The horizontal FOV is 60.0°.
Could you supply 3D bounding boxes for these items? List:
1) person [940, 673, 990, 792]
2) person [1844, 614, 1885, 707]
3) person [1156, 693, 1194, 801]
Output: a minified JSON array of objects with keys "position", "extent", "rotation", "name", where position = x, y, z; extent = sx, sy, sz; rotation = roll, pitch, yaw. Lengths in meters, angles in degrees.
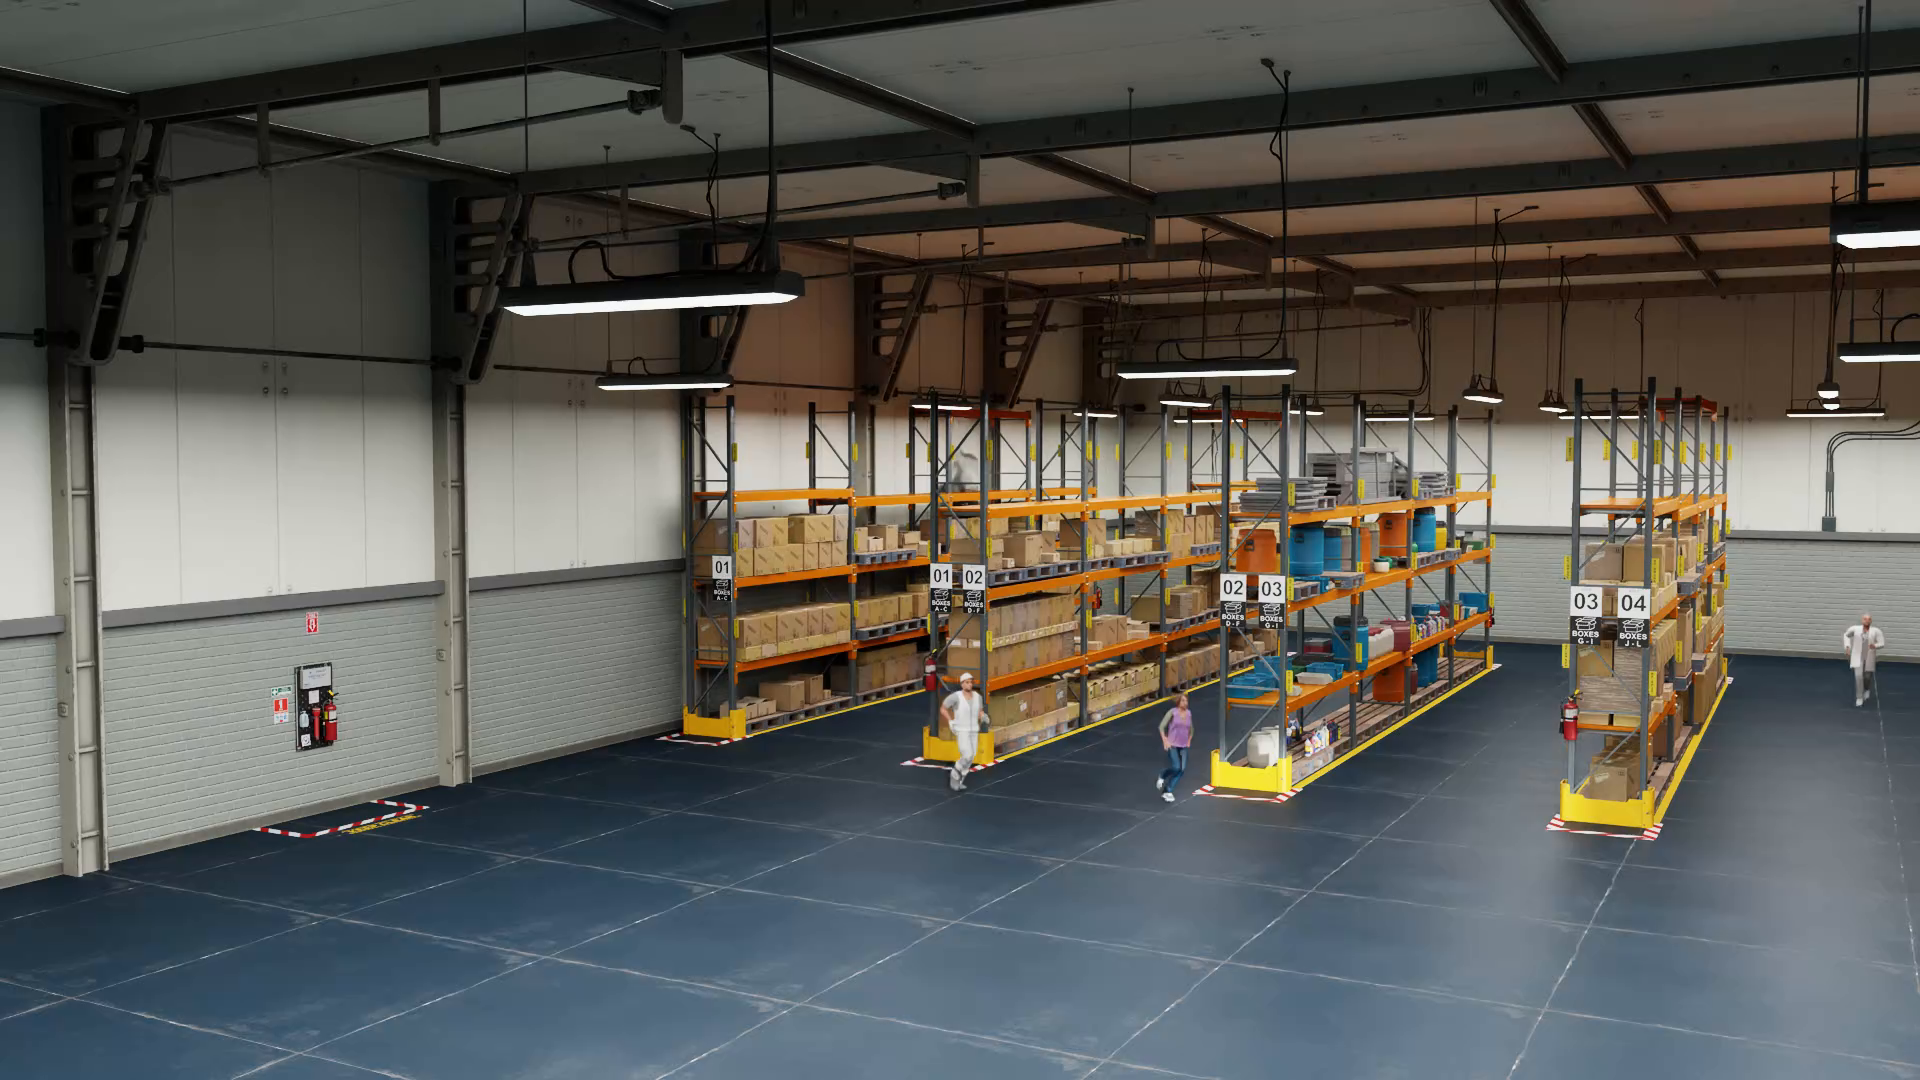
[{"position":[0.119,2.826,24.425],"extent":[0.629,1.741,0.629],"rotation":[-2,4,-33],"name":"person"},{"position":[18.014,2.370,33.145],"extent":[0.709,1.793,1.048],"rotation":[1,3,24],"name":"person"},{"position":[3.155,2.979,23.984],"extent":[0.515,1.509,0.500],"rotation":[-1,3,-21],"name":"person"}]
